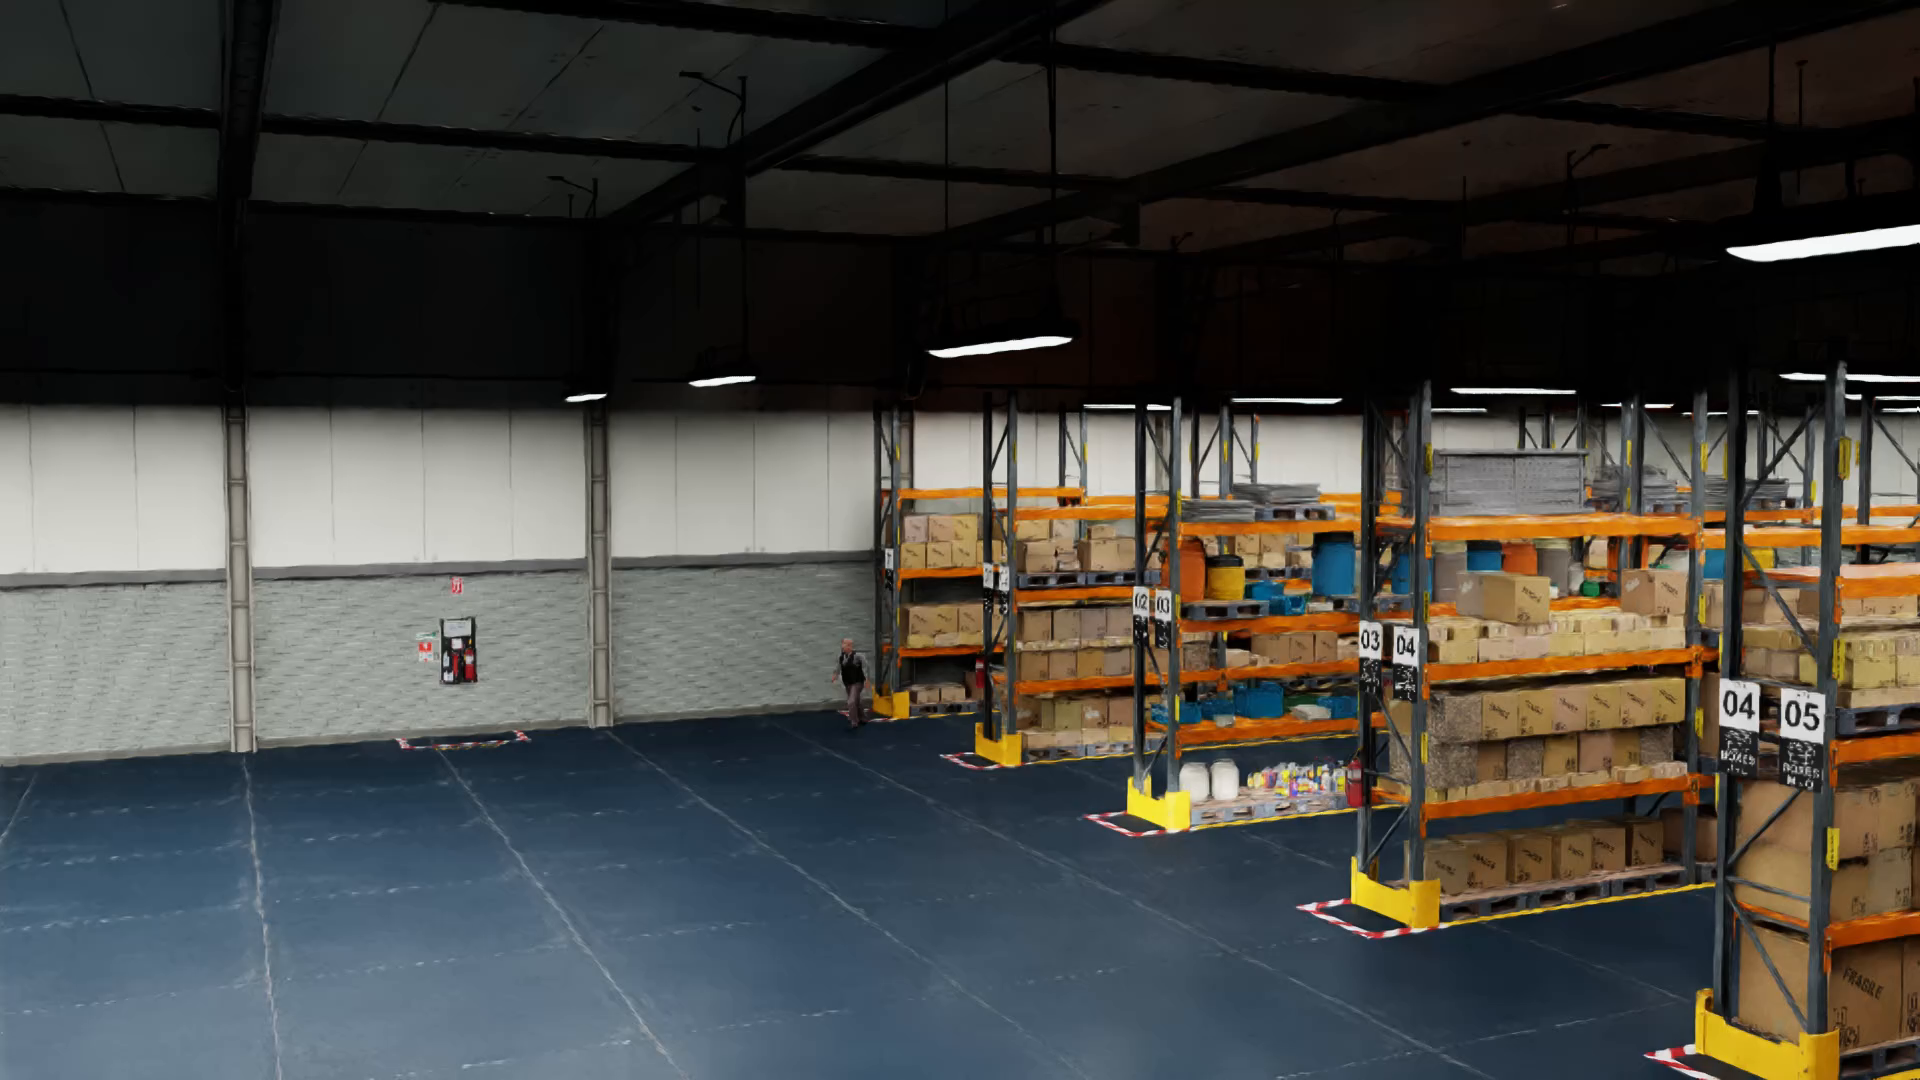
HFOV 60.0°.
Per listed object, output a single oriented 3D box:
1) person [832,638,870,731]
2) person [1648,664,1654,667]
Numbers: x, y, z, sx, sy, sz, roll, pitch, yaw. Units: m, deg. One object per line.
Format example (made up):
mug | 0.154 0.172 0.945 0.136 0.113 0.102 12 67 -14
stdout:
person | -1.914 2.580 30.029 0.823 1.659 0.688 -3 4 -42
person | 12.368 2.609 29.268 0.542 1.715 0.682 -2 4 -26
